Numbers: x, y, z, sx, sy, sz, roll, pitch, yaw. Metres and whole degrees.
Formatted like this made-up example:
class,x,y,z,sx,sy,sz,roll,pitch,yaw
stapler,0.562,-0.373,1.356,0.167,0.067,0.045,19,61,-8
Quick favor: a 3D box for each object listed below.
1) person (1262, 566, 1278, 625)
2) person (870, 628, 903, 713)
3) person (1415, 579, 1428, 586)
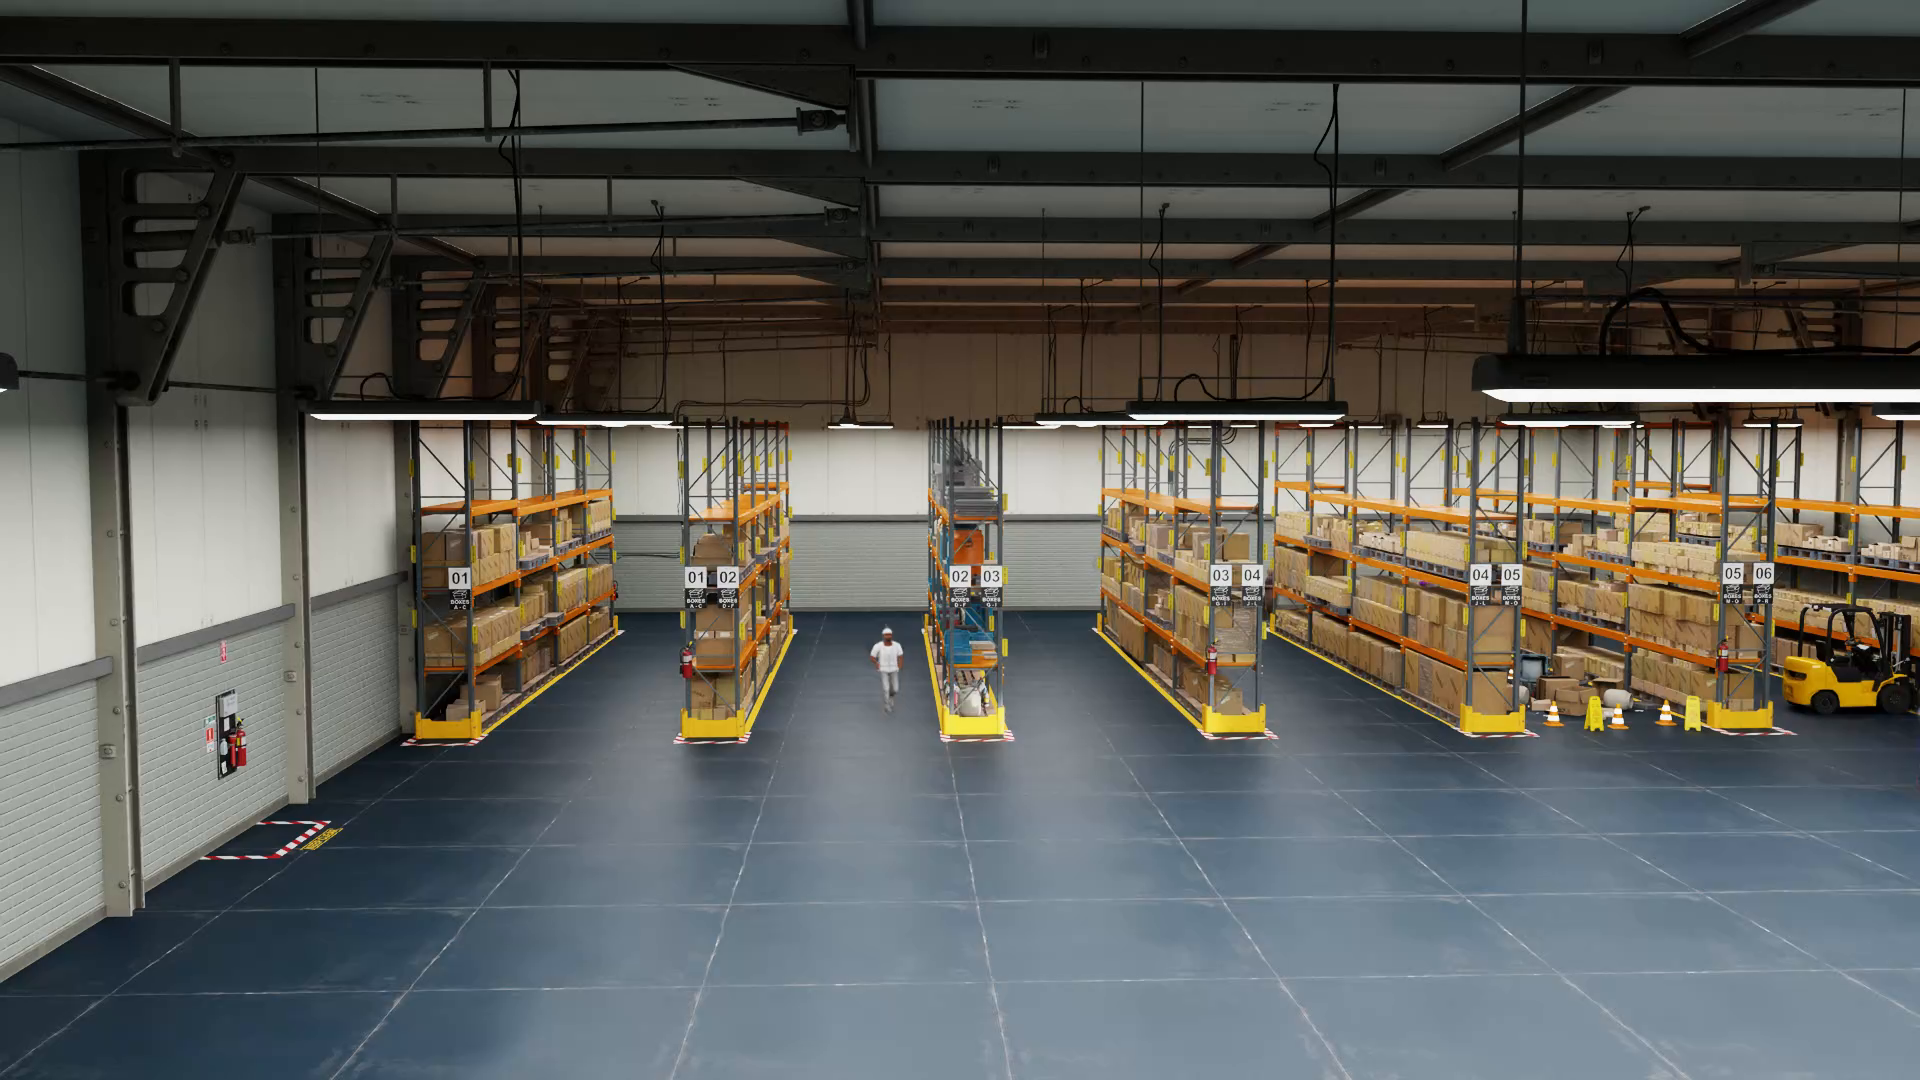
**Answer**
class,x,y,z,sx,sy,sz,roll,pitch,yaw
person,9.043,1.666,48.851,0.763,1.788,0.706,0,4,-1
person,-1.481,2.652,33.894,0.697,1.717,0.609,-1,4,-15
person,13.654,1.645,49.386,0.650,1.727,0.727,0,4,6
